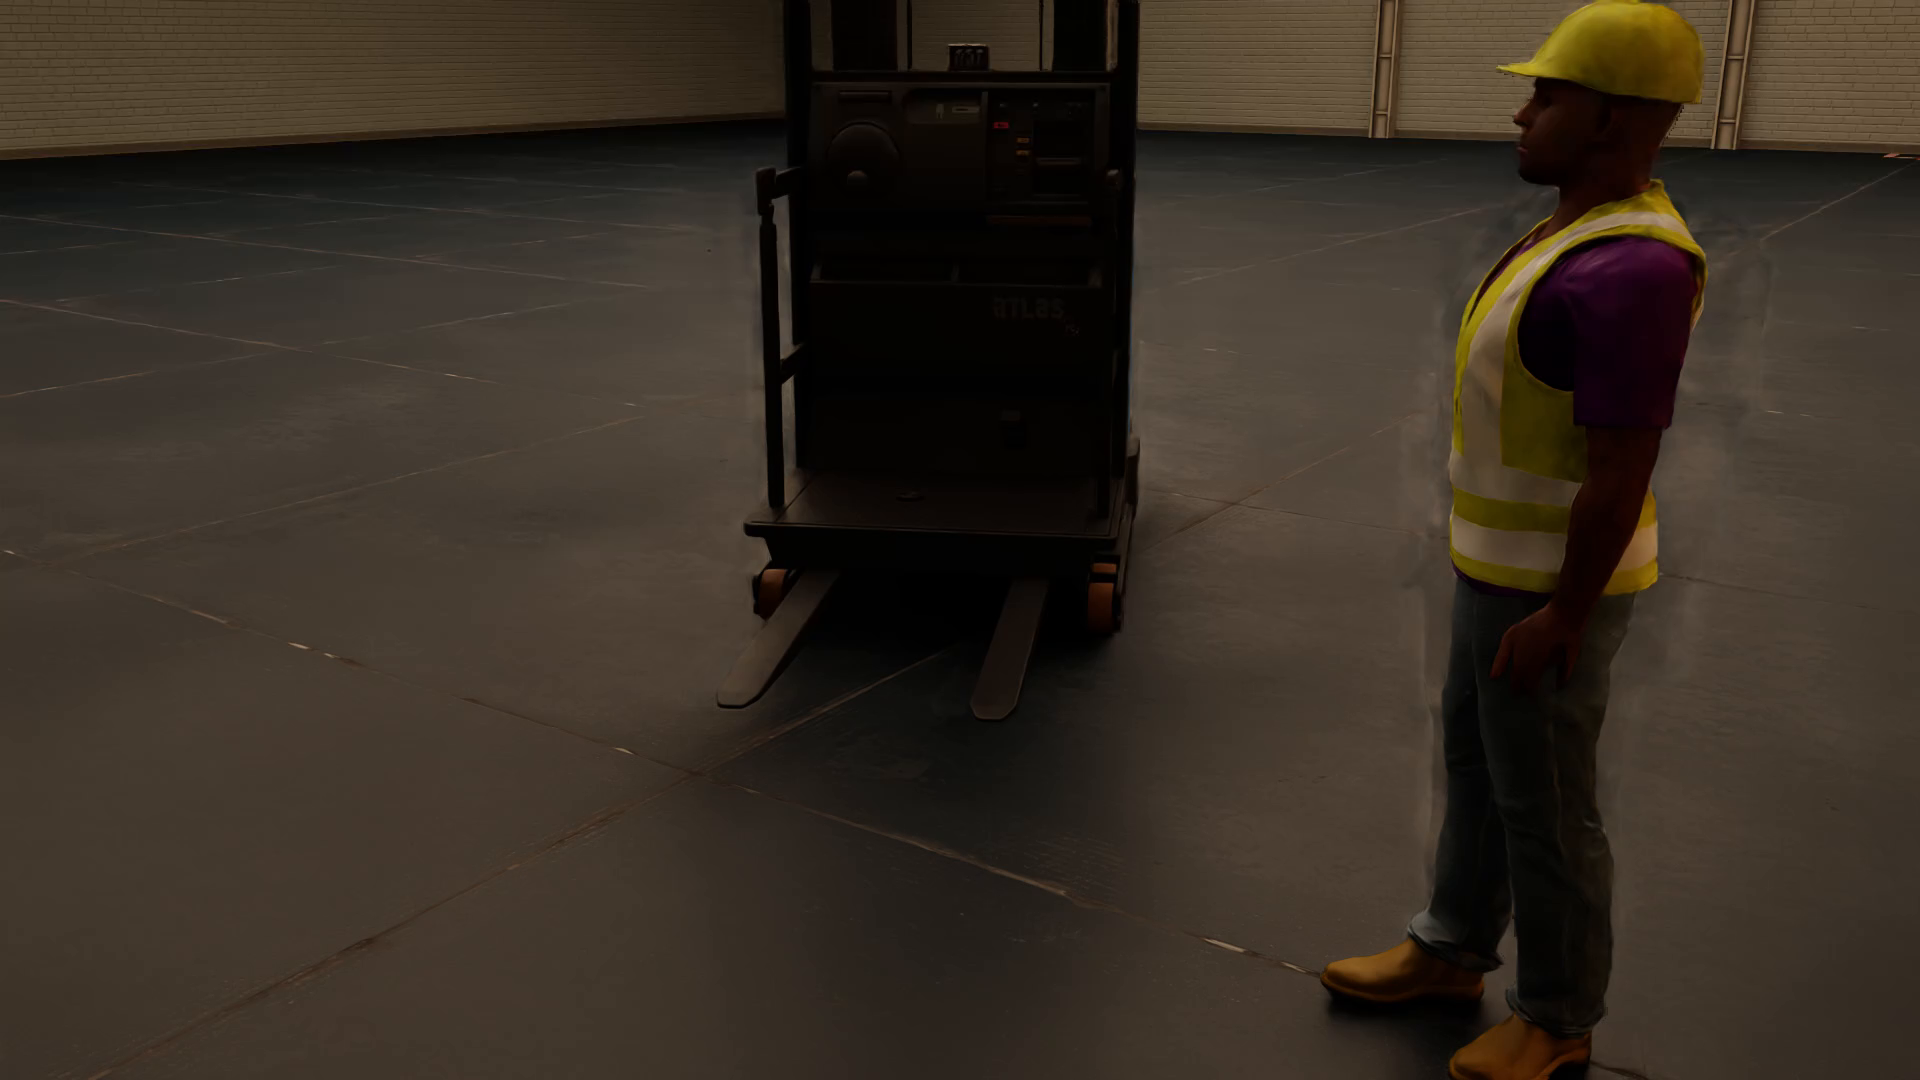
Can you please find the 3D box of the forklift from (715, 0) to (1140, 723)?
[{"bbox_3d":[-0.032,-1.222,4.919,1.130,2.935,3.031,2,17,7],"label":"forklift"}]

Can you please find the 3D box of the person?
[{"bbox_3d":[0.891,0.042,2.733,0.485,1.769,0.560,4,17,14],"label":"person"}]
